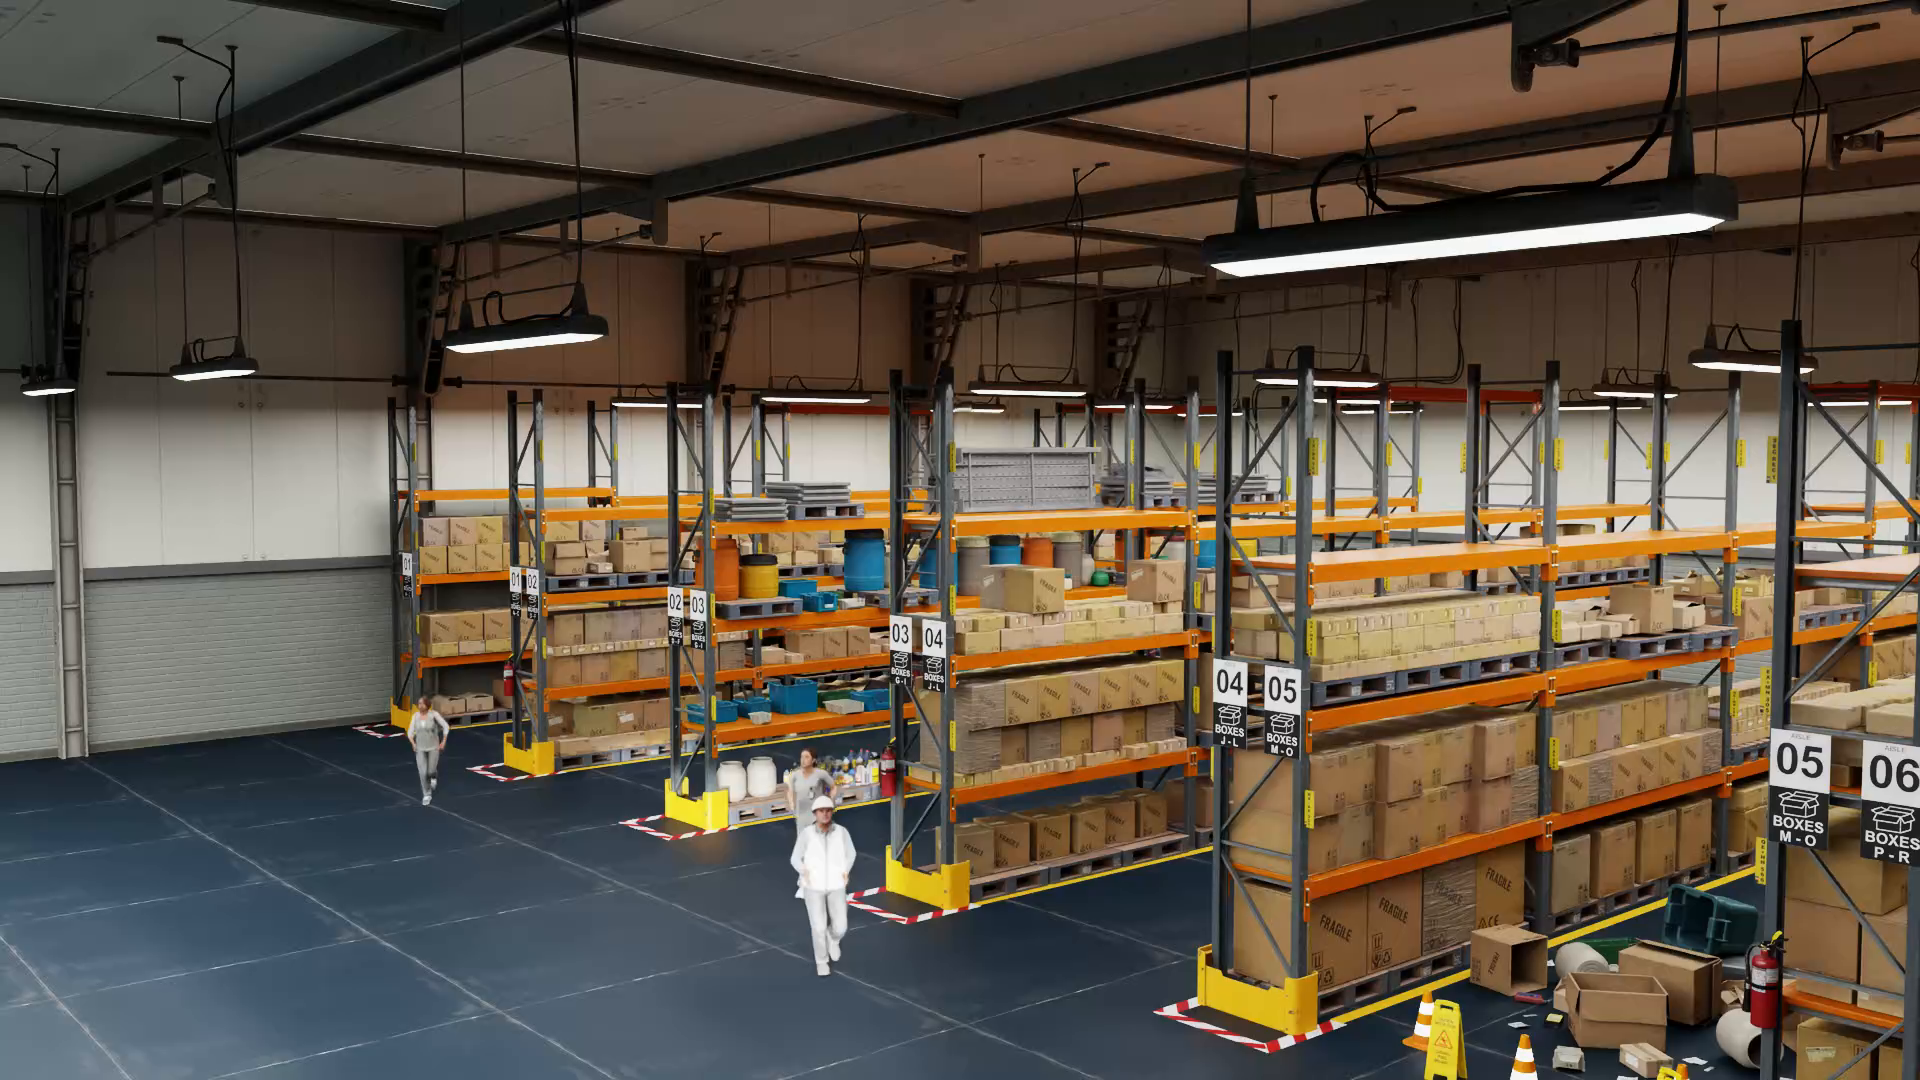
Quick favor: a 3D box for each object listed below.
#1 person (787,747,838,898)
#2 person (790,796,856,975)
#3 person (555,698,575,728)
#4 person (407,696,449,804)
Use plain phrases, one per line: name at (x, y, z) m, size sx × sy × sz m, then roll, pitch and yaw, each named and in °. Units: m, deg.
person at (-1.710, 3.218, 19.271) m, size 0.578 × 1.669 × 0.895 m, roll 1°, pitch 3°, yaw 18°
person at (-1.312, 3.355, 16.161) m, size 0.652 × 1.722 × 0.570 m, roll -1°, pitch 3°, yaw -12°
person at (-6.878, 2.630, 28.482) m, size 0.742 × 1.748 × 0.866 m, roll 3°, pitch 4°, yaw 41°
person at (-7.627, 3.007, 23.834) m, size 0.562 × 1.565 × 0.609 m, roll 0°, pitch 3°, yaw -5°
